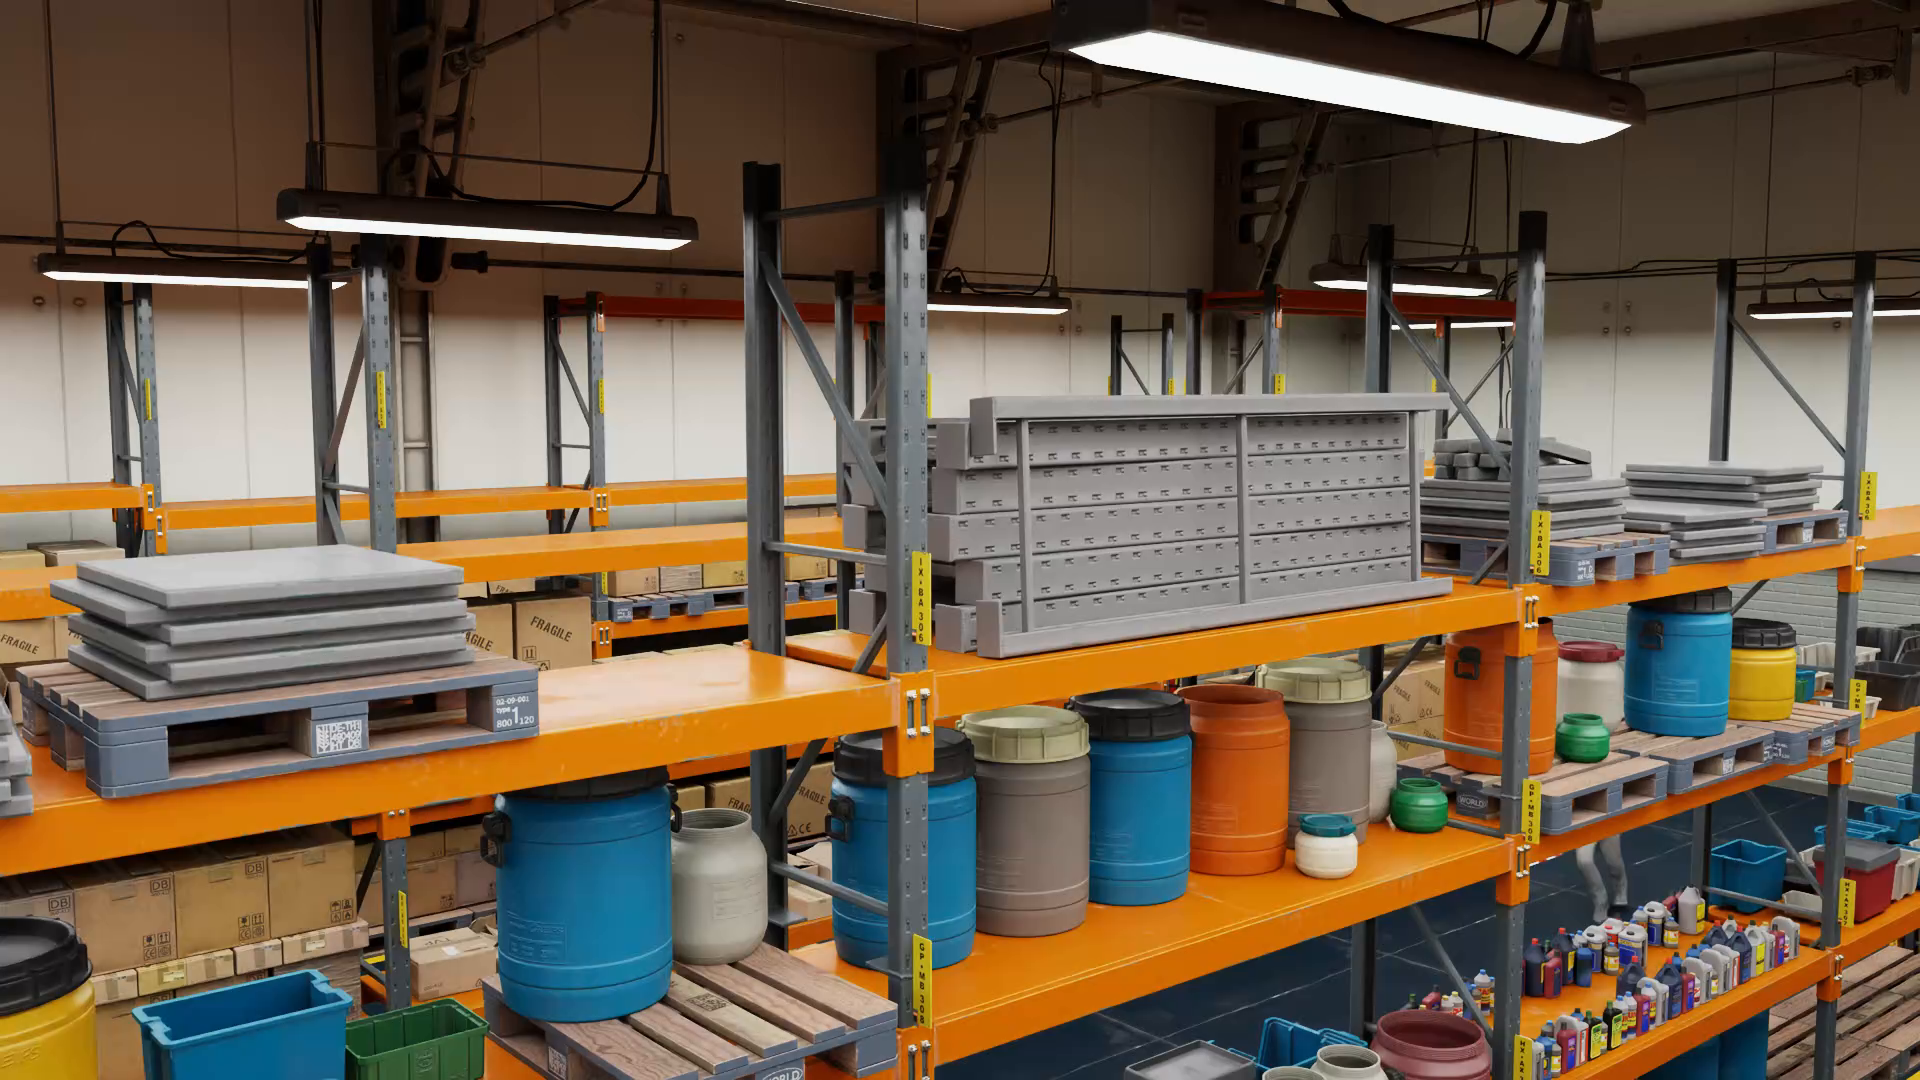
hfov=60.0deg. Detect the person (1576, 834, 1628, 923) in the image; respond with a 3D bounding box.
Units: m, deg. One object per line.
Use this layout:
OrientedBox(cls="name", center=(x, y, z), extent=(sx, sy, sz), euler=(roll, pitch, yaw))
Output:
OrientedBox(cls="person", center=(6.128, 2.762, 16.155), extent=(0.679, 1.810, 0.736), euler=(3, 6, 31))
